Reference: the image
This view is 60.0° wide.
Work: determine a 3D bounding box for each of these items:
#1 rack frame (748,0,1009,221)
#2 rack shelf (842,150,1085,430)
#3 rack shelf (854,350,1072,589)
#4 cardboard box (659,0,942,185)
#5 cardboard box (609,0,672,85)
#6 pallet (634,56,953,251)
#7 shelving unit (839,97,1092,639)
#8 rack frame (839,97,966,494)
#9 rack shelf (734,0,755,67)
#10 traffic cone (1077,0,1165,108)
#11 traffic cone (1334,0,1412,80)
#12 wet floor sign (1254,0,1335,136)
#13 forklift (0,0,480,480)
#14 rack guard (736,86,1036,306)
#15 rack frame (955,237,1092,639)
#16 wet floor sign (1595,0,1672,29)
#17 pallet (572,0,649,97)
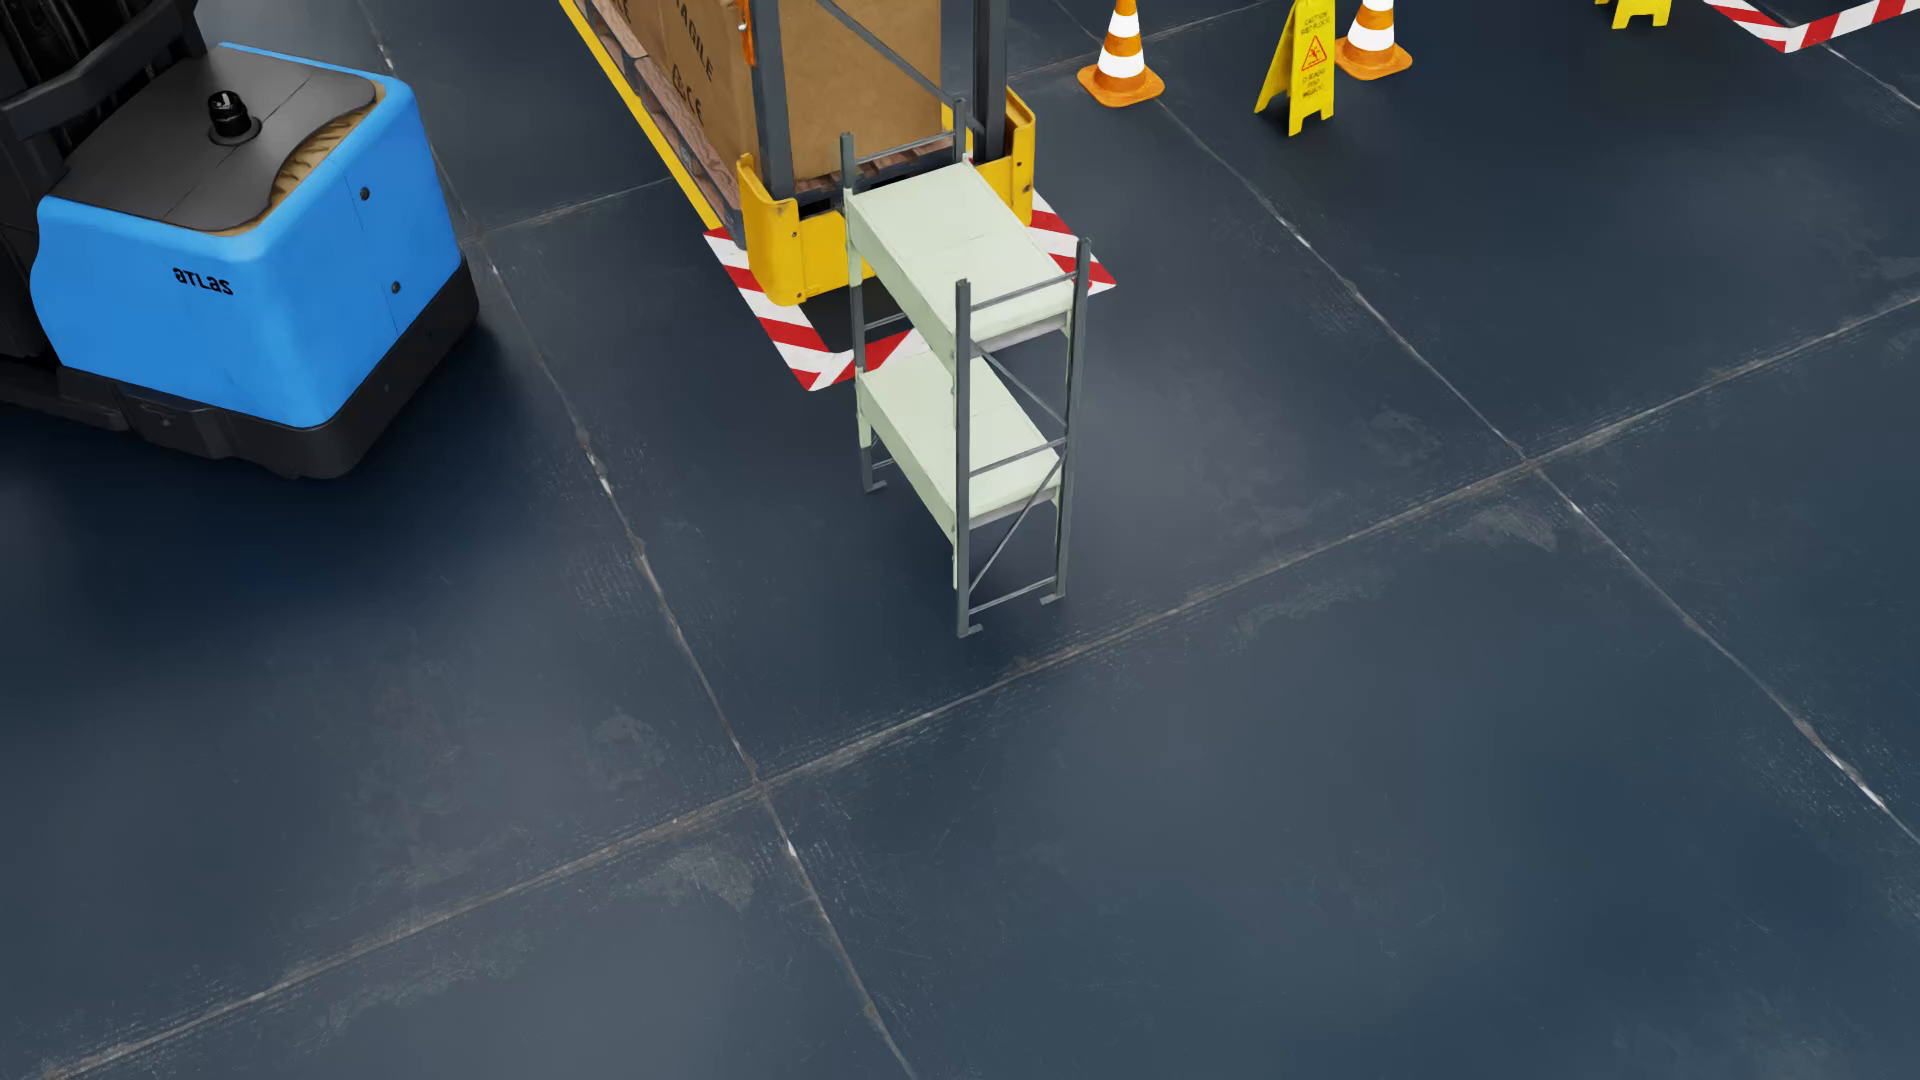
[{"bbox_3d":[-0.289,-2.224,5.702,1.000,3.000,0.127,-21,52,-18],"label":"rack frame"},{"bbox_3d":[0.003,-0.746,4.888,0.431,0.370,0.720,-21,52,-18],"label":"rack shelf"},{"bbox_3d":[0.003,-0.275,5.427,0.431,0.370,0.720,-21,52,-18],"label":"rack shelf"},{"bbox_3d":[-0.658,-2.093,6.721,0.875,0.875,0.875,-21,52,-17],"label":"cardboard box"},{"bbox_3d":[-1.062,-2.682,7.235,0.875,0.875,0.875,-22,52,-18],"label":"cardboard box"},{"bbox_3d":[-0.724,-1.814,7.196,1.003,0.211,1.213,-21,52,-18],"label":"pallet"},{"bbox_3d":[0.003,-0.489,5.182,0.431,1.500,0.755,-21,52,-18],"label":"shelving unit"},{"bbox_3d":[-0.164,-0.734,5.396,0.400,1.500,0.023,-21,52,-18],"label":"rack frame"},{"bbox_3d":[-1.204,-3.325,7.143,1.077,0.370,4.000,-21,52,-18],"label":"rack shelf"},{"bbox_3d":[0.731,-2.233,7.396,0.336,0.463,0.334,-21,52,-18],"label":"traffic cone"},{"bbox_3d":[1.891,-2.395,7.537,0.336,0.463,0.334,-21,52,-18],"label":"traffic cone"},{"bbox_3d":[1.485,-2.111,7.168,0.267,0.644,0.232,-30,55,-23],"label":"wet floor sign"},{"bbox_3d":[-3.433,-1.853,5.424,3.031,2.935,1.130,15,50,12],"label":"forklift"},{"bbox_3d":[-0.278,-1.385,6.629,1.175,0.500,0.348,-21,52,-18],"label":"rack guard"},{"bbox_3d":[0.171,-0.244,4.967,0.400,1.500,0.023,-21,52,-18],"label":"rack frame"},{"bbox_3d":[3.202,-2.725,7.705,0.267,0.644,0.232,-5,49,-5],"label":"wet floor sign"},{"bbox_3d":[-1.279,-2.629,7.909,1.003,0.211,1.213,-21,52,-18],"label":"pallet"}]
